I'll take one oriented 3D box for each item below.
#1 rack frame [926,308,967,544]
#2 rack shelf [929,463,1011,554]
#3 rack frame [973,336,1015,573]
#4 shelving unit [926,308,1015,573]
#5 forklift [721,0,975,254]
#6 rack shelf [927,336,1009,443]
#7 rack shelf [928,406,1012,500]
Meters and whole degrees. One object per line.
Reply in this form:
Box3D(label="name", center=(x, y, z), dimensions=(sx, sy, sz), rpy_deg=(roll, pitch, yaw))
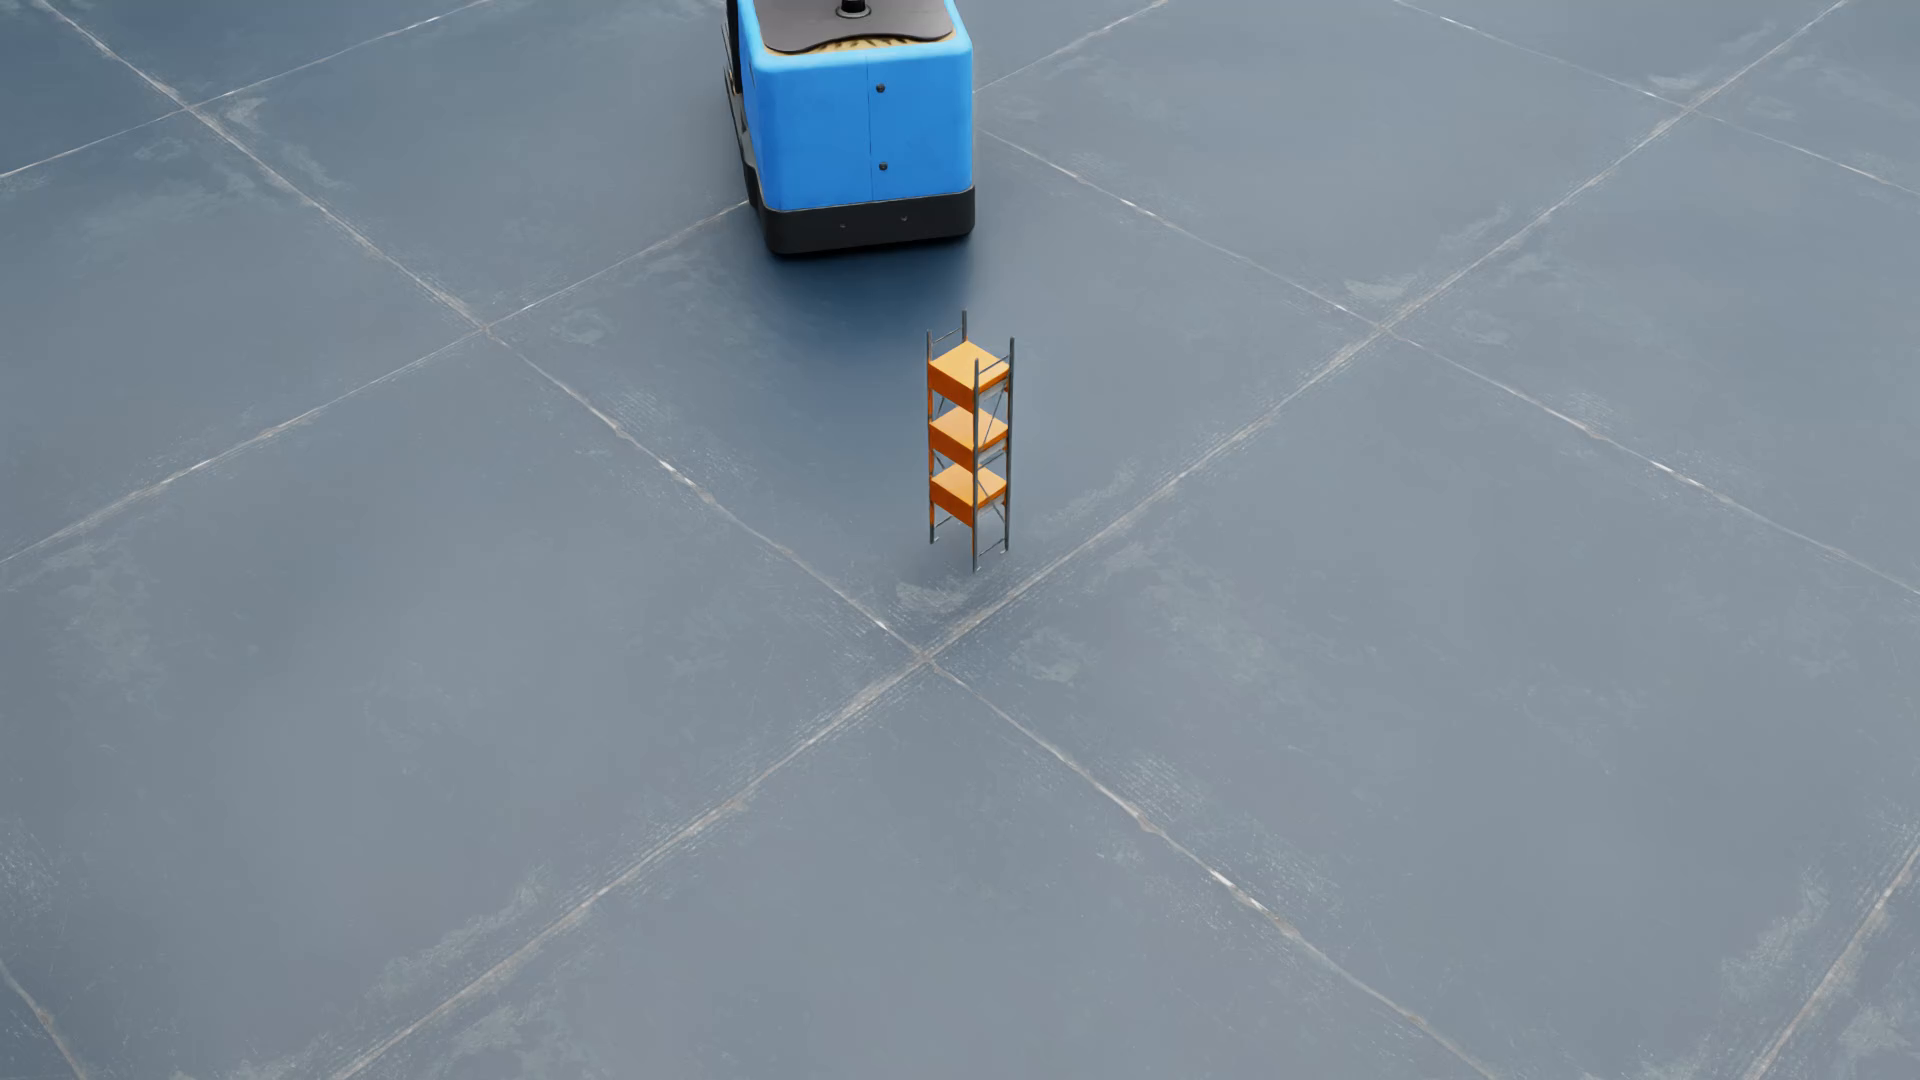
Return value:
Box3D(label="rack frame", center=(-0.048, -0.418, 6.429), dimensions=(0.200, 1.050, 0.008), rpy_deg=(-34, 53, -31))
Box3D(label="rack shelf", center=(0.038, -0.148, 6.562), dimensions=(0.215, 0.259, 0.240), rpy_deg=(-34, 53, -31))
Box3D(label="rack frame", center=(0.124, -0.301, 6.302), dimensions=(0.200, 1.050, 0.008), rpy_deg=(-34, 53, -31))
Box3D(label="shelving unit", center=(0.038, -0.360, 6.366), dimensions=(0.215, 1.050, 0.252), rpy_deg=(-34, 53, -31))
Box3D(label="forklift", center=(-0.723, -3.491, 8.368), dimensions=(1.130, 2.935, 3.031), rpy_deg=(-8, 43, -8))
Box3D(label="rack shelf", center=(0.038, -0.561, 6.180), dimensions=(0.215, 0.259, 0.240), rpy_deg=(-34, 53, -31))
Box3D(label="rack shelf", center=(0.038, -0.352, 6.373), dimensions=(0.215, 0.259, 0.240), rpy_deg=(-34, 53, -31))
